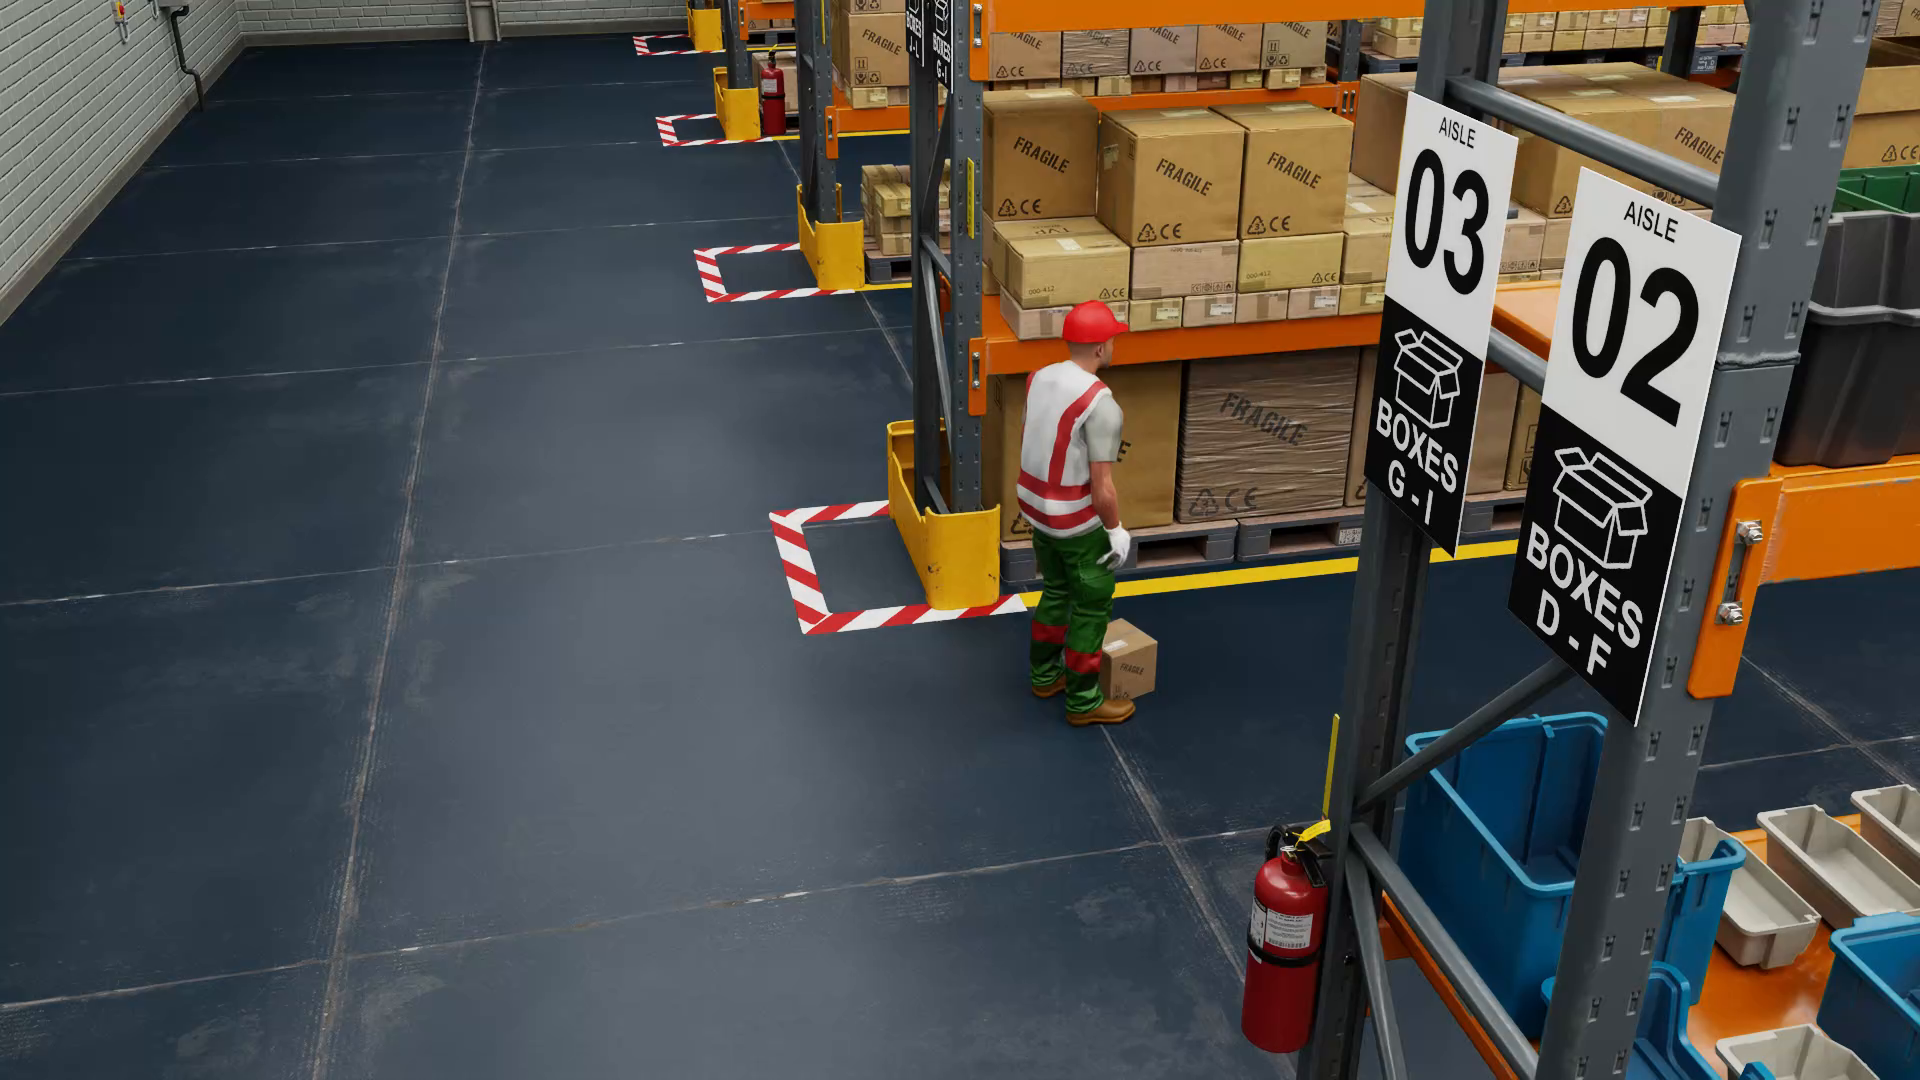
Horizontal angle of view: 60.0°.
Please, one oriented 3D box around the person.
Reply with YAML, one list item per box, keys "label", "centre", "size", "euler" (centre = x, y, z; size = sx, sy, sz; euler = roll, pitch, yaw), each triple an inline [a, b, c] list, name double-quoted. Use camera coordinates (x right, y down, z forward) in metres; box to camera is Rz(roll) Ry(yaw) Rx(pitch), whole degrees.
- label: "person"
  centre: [0.476, -0.105, 6.811]
  size: [0.452, 1.778, 0.613]
  euler: [-15, 30, -28]
